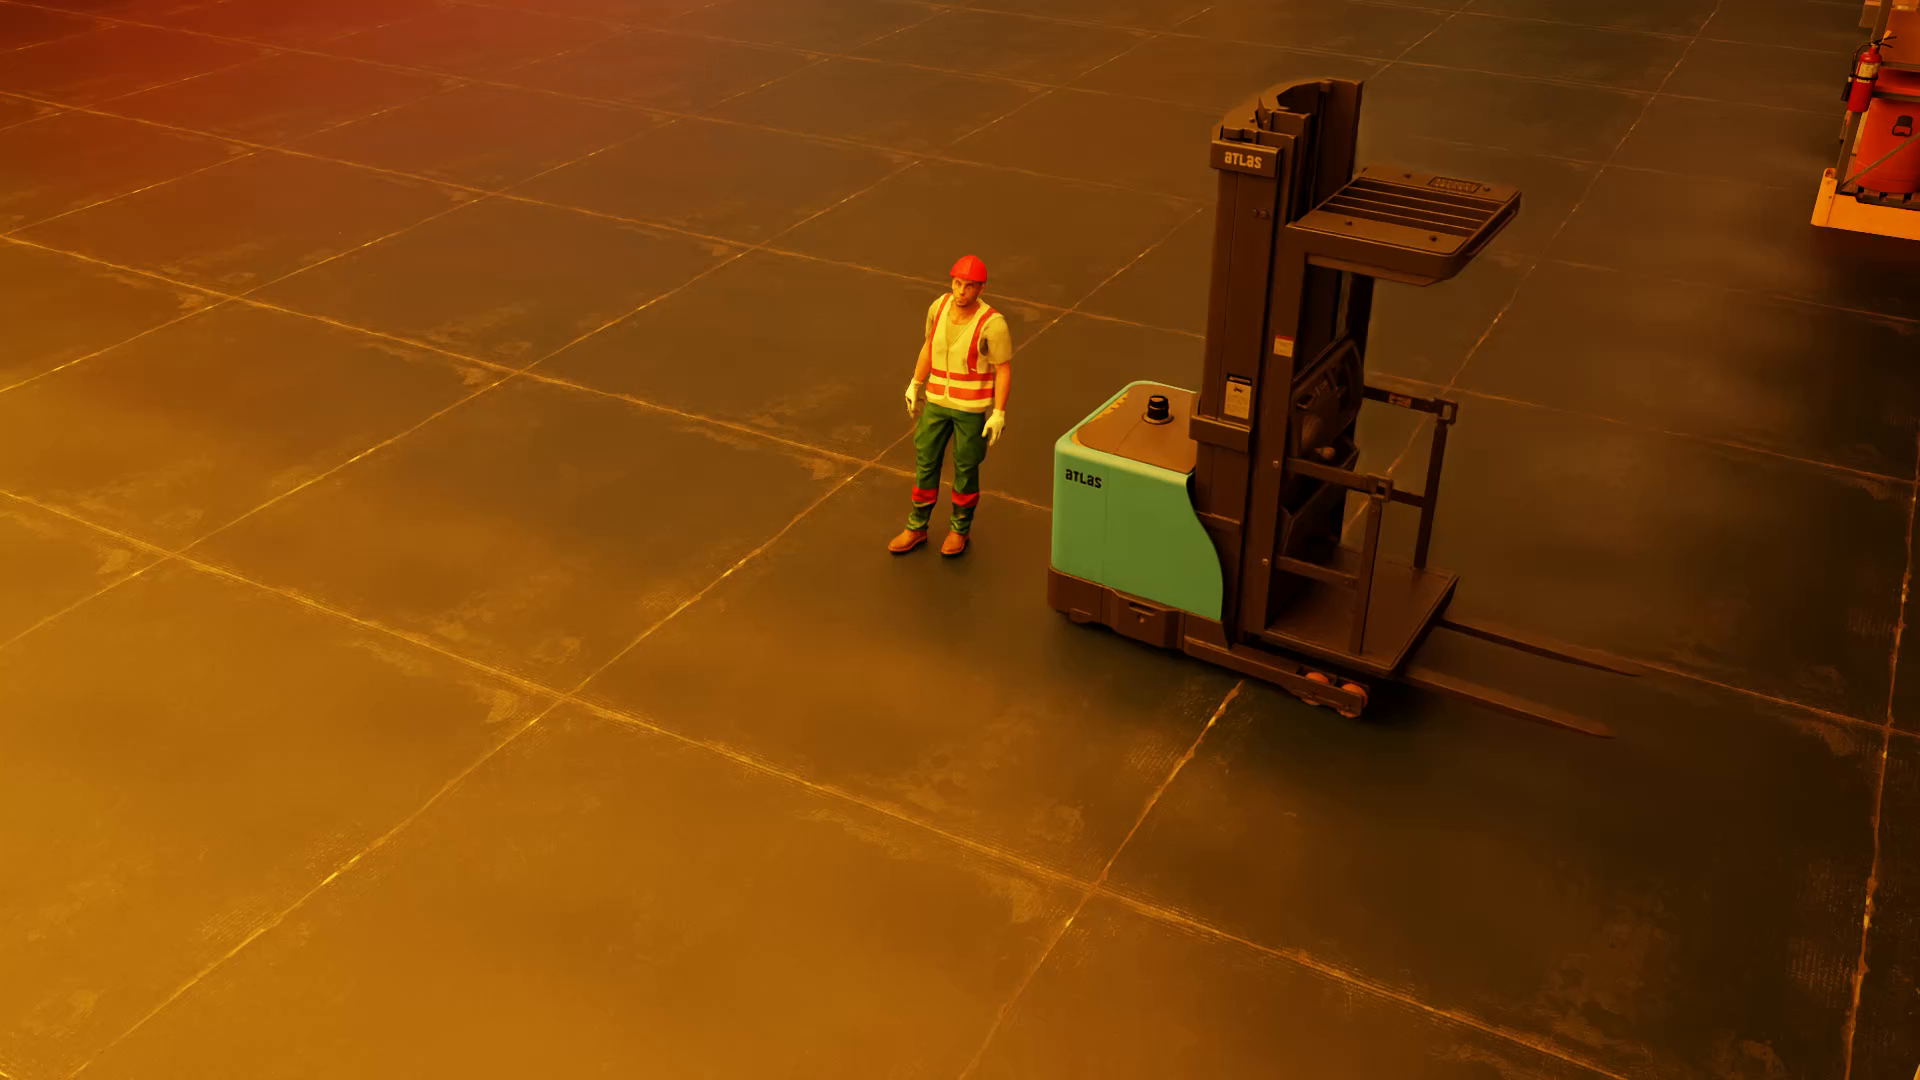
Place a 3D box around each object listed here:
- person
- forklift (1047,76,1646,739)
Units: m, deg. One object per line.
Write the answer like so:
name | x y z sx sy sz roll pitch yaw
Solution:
person | -0.052 -0.743 9.488 0.643 1.789 0.564 17 34 27
forklift | 2.008 -0.674 8.238 3.031 2.935 1.130 17 34 27
